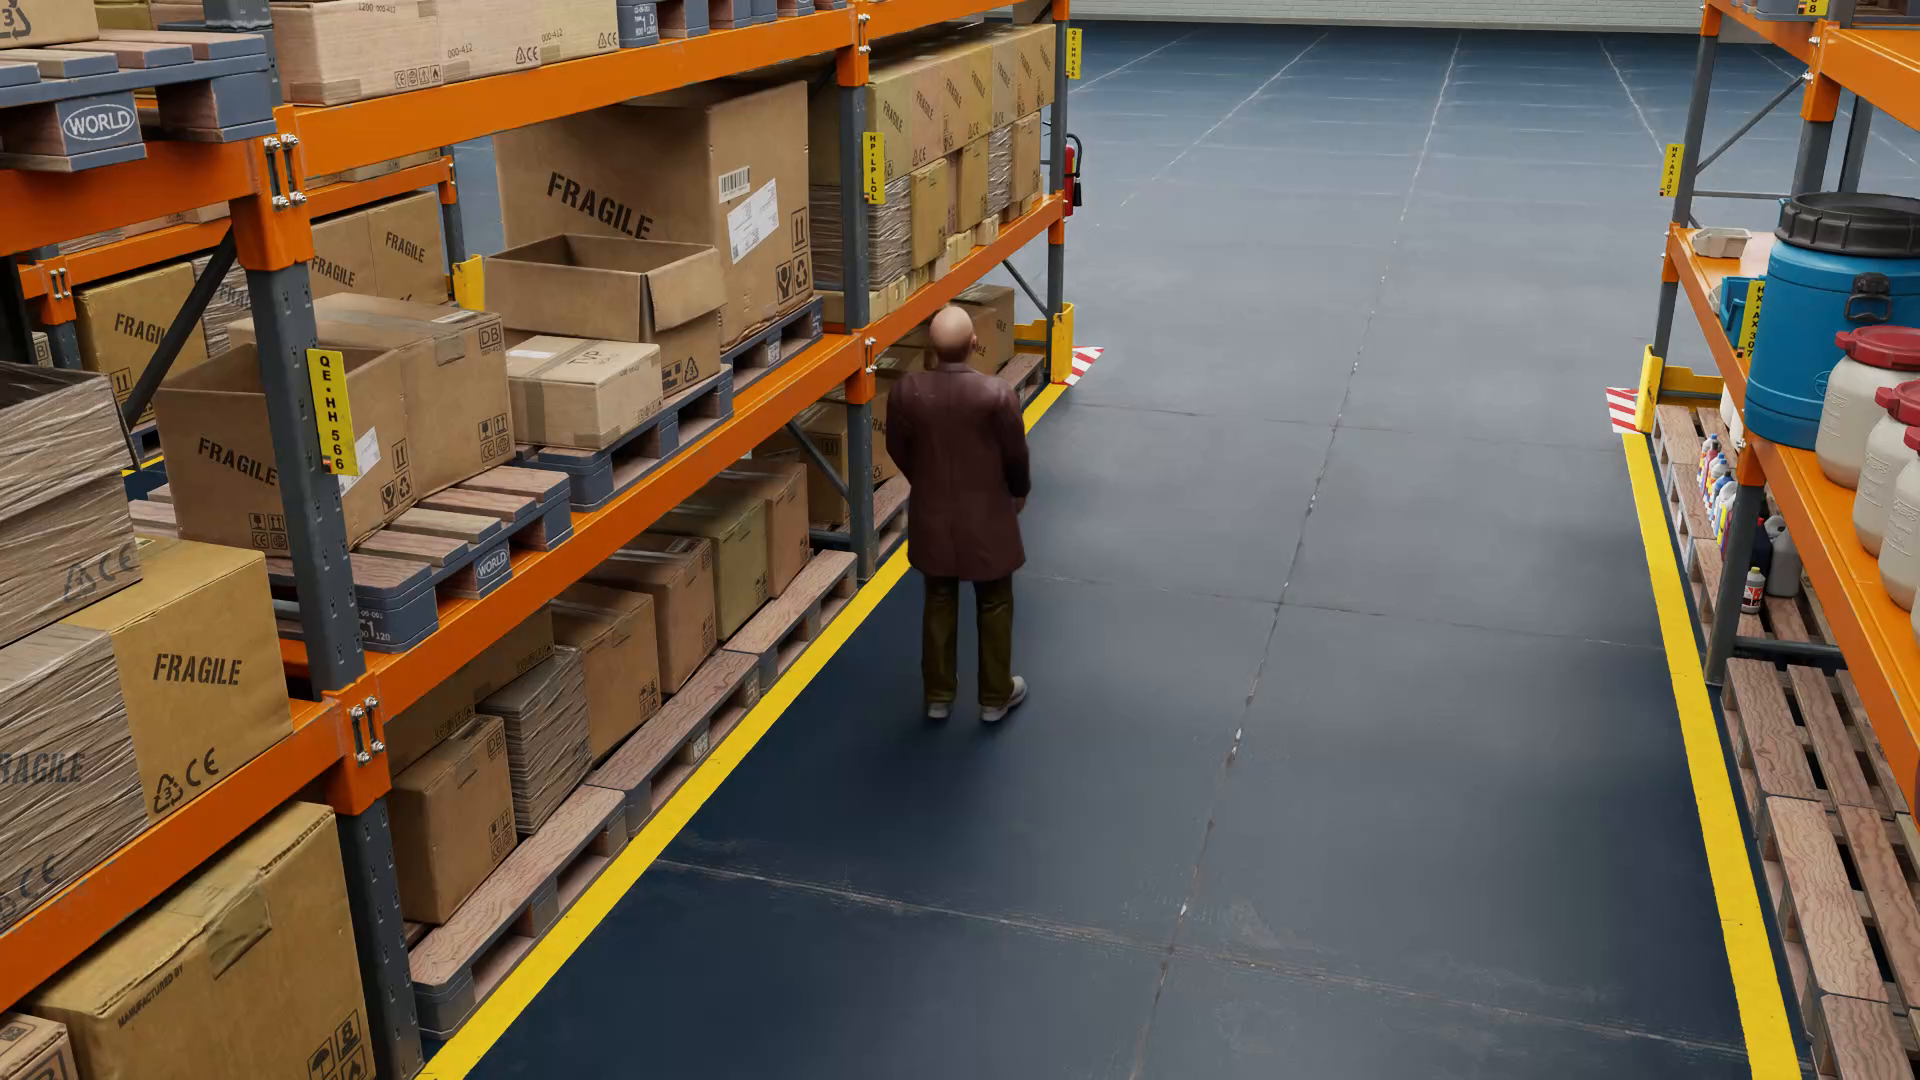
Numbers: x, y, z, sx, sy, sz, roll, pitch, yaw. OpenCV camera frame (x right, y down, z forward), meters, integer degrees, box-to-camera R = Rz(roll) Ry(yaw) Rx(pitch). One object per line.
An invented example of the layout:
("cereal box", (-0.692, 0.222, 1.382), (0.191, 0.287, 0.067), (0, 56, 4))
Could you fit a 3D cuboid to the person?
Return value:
("person", (0.013, -0.117, 6.906), (0.600, 1.787, 0.468), (7, 23, 16))
